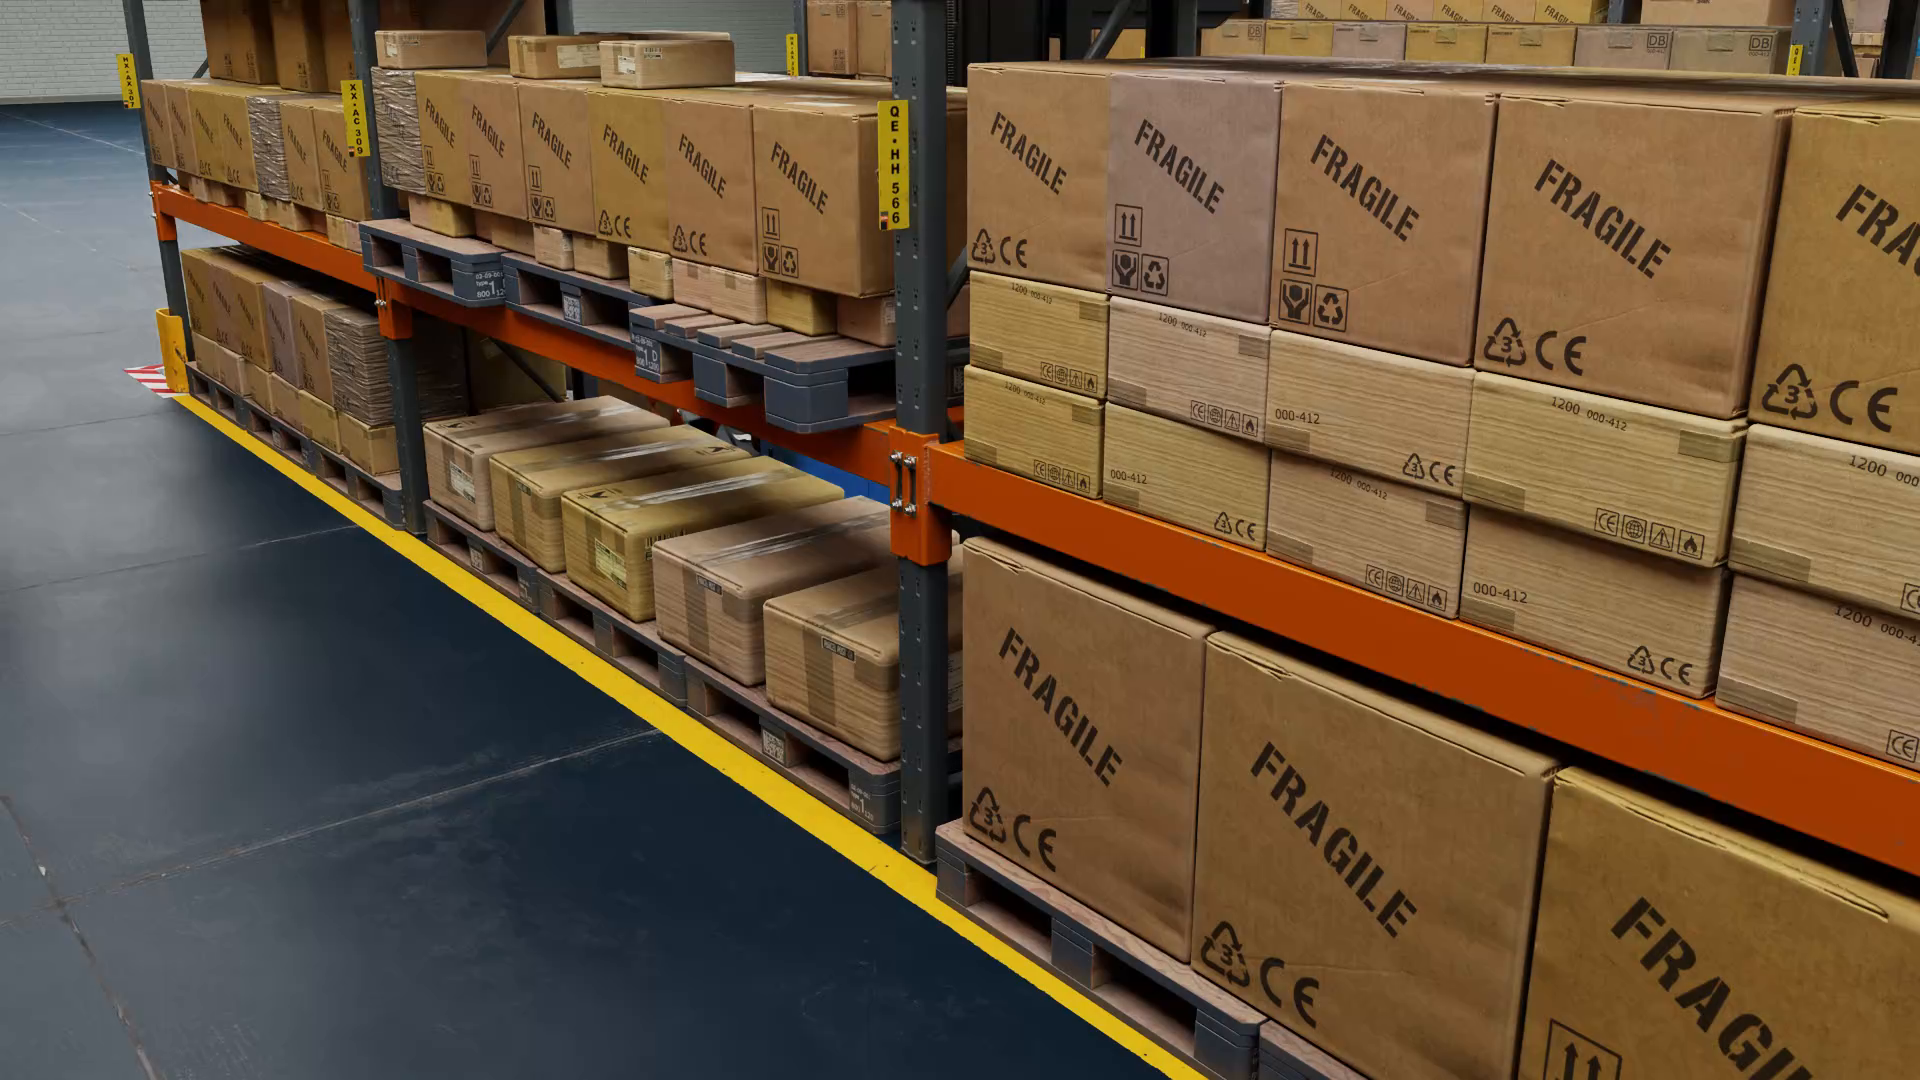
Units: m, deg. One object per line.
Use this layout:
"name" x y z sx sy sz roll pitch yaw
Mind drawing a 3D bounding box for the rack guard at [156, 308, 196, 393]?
"rack guard" -4.669 -1.329 11.082 1.175 0.500 0.348 -14 23 -36

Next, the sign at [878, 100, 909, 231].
"sign" -0.168 -0.967 4.295 0.100 0.325 0.005 -14 23 -36

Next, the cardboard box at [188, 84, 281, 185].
"cardboard box" -3.998 -2.300 9.405 0.500 0.500 0.500 -15 23 -37

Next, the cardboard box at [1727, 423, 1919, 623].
"cardboard box" 1.628 -0.053 2.694 0.500 0.250 0.500 -13 23 -35

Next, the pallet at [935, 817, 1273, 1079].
"pallet" 0.682 0.969 4.599 1.003 0.211 1.213 -14 23 -36

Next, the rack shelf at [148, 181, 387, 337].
"rack shelf" -3.474 -1.700 9.370 1.077 0.370 4.000 -14 23 -36

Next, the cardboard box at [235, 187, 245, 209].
"cardboard box" -3.878 -1.968 9.435 0.380 0.149 0.250 -13 22 -34

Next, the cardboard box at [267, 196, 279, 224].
"cardboard box" -3.440 -1.768 8.830 0.380 0.149 0.250 -14 23 -37

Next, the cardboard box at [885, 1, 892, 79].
"cardboard box" -0.043 -3.728 12.394 0.875 0.550 0.550 -14 23 -36

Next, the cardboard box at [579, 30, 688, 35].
"cardboard box" -1.330 -2.008 6.822 0.380 0.149 0.250 -15 23 -38

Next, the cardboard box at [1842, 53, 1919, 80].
"cardboard box" 6.685 -3.322 12.292 0.797 0.503 0.637 -11 21 -31

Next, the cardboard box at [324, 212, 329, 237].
"cardboard box" -2.932 -1.589 8.289 0.380 0.149 0.250 -14 23 -36

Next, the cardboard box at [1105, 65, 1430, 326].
"cardboard box" 0.681 -0.796 3.744 0.500 0.500 0.500 -14 23 -36

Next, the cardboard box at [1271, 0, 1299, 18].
"cardboard box" 3.181 -4.943 15.797 0.500 0.500 0.500 -14 23 -36

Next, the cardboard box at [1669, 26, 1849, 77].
"cardboard box" 3.798 -2.189 7.952 0.700 0.500 0.500 -14 23 -36

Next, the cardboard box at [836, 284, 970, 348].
"cardboard box" -0.137 -0.678 4.871 0.380 0.149 0.250 -13 22 -34

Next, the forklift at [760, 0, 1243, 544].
"forklift" 0.606 -1.436 7.536 3.031 2.935 1.130 -4 19 -12

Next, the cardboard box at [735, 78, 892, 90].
"cardboard box" -0.511 -1.364 5.910 0.500 0.500 0.500 -14 23 -35

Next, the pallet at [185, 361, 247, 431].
"pallet" -4.192 -0.985 10.502 1.003 0.211 1.213 -14 23 -36

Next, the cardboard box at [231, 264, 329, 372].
"cardboard box" -3.783 -1.273 9.448 0.500 0.500 0.500 -13 23 -35

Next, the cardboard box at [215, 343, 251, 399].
"cardboard box" -4.121 -1.049 9.964 0.500 0.250 0.500 -13 22 -34

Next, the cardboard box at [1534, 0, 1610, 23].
"cardboard box" 5.041 -4.204 13.563 0.500 0.500 0.500 -14 23 -36

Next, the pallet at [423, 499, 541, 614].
"pallet" -1.748 -0.034 7.628 1.003 0.211 1.213 -14 23 -36

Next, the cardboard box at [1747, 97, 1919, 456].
"cardboard box" 1.634 -0.416 2.596 0.500 0.500 0.500 -13 22 -34

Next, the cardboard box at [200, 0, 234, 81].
"cardboard box" -4.227 -3.115 10.274 0.700 0.500 0.500 -15 23 -37

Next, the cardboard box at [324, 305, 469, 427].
"cardboard box" -2.810 -0.892 8.299 0.500 0.500 0.500 -14 23 -37

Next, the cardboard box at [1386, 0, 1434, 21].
"cardboard box" 4.112 -4.574 14.681 0.500 0.500 0.500 -14 23 -36

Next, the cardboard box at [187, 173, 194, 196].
"cardboard box" -4.398 -2.151 9.985 0.380 0.149 0.250 -15 23 -38

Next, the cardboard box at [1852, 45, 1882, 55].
"cardboard box" 11.734 -6.079 21.291 0.700 0.500 0.500 -14 23 -36

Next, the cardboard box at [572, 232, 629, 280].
"cardboard box" -1.161 -1.045 5.977 0.380 0.149 0.250 -15 23 -38

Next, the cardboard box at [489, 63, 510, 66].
"cardboard box" -1.765 -1.868 7.431 0.500 0.500 0.500 -14 23 -37

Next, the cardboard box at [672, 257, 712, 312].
"cardboard box" -0.701 -0.847 5.381 0.380 0.149 0.250 -15 24 -39

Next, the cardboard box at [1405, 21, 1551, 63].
"cardboard box" 2.845 -2.565 9.088 0.700 0.500 0.500 -14 23 -37

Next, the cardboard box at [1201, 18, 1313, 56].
"cardboard box" 1.898 -2.941 10.222 0.700 0.500 0.500 -14 23 -37

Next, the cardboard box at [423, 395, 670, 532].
"cardboard box" -1.905 -0.372 7.727 0.950 0.372 0.625 -14 23 -35

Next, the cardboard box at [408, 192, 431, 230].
"cardboard box" -2.137 -1.431 7.144 0.380 0.149 0.250 -14 23 -35

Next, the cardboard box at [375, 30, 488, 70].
"cardboard box" -2.217 -2.060 6.980 0.380 0.149 0.250 -14 23 -36

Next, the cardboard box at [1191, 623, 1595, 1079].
"cardboard box" 1.166 0.653 3.831 0.875 0.875 0.875 -14 23 -35

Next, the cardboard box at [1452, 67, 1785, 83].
"cardboard box" 1.406 -0.761 3.638 0.500 0.500 0.500 -14 23 -36

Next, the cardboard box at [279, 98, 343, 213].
"cardboard box" -3.028 -1.924 8.269 0.500 0.500 0.500 -13 22 -34

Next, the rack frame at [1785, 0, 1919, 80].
"rack frame" 4.069 -1.554 7.785 1.000 3.000 0.127 -14 23 -36

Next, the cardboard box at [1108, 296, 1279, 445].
"cardboard box" 0.692 -0.429 3.829 0.500 0.250 0.500 -13 23 -35

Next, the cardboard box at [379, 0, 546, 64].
"cardboard box" -2.335 -2.363 8.004 0.700 0.500 0.500 -14 23 -37

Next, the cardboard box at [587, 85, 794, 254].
"cardboard box" -0.893 -1.258 5.591 0.500 0.500 0.500 -16 24 -40

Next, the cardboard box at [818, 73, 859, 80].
"cardboard box" -0.632 -3.514 13.465 0.875 0.550 0.550 -14 23 -36

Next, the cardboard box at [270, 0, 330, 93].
"cardboard box" -3.321 -2.733 9.121 0.700 0.500 0.500 -14 23 -36

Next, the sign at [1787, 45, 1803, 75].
"sign" 3.636 -1.995 7.273 0.100 0.325 0.005 -14 23 -36

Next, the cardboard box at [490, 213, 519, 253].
"cardboard box" -1.626 -1.241 6.571 0.380 0.149 0.250 -14 23 -35

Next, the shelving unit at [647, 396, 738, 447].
"shelving unit" -1.247 -0.504 7.884 0.215 0.252 1.050 -12 63 -32

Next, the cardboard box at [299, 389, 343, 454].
"cardboard box" -3.148 -0.665 8.807 0.500 0.250 0.500 -15 23 -38

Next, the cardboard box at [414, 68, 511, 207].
"cardboard box" -1.854 -1.642 6.750 0.500 0.500 0.500 -14 23 -36

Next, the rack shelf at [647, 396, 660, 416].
"rack shelf" -1.362 -0.728 7.989 0.215 0.240 0.259 -12 63 -32

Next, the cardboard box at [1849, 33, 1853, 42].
"cardboard box" 11.370 -6.429 21.315 0.380 0.149 0.250 -14 23 -37

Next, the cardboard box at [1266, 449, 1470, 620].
"cardboard box" 1.012 -0.069 3.537 0.500 0.250 0.500 -13 22 -34

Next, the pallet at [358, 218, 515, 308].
"pallet" -1.872 -1.241 7.144 1.003 0.211 1.213 -14 23 -36

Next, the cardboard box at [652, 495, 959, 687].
"cardboard box" -0.556 0.163 6.110 0.950 0.372 0.625 -15 23 -37

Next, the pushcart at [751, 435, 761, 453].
"pushcart" -0.476 -0.761 9.562 0.936 0.377 1.648 11 21 30

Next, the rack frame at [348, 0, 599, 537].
"rack frame" -2.232 -1.549 7.768 1.000 3.000 0.127 -14 23 -36
